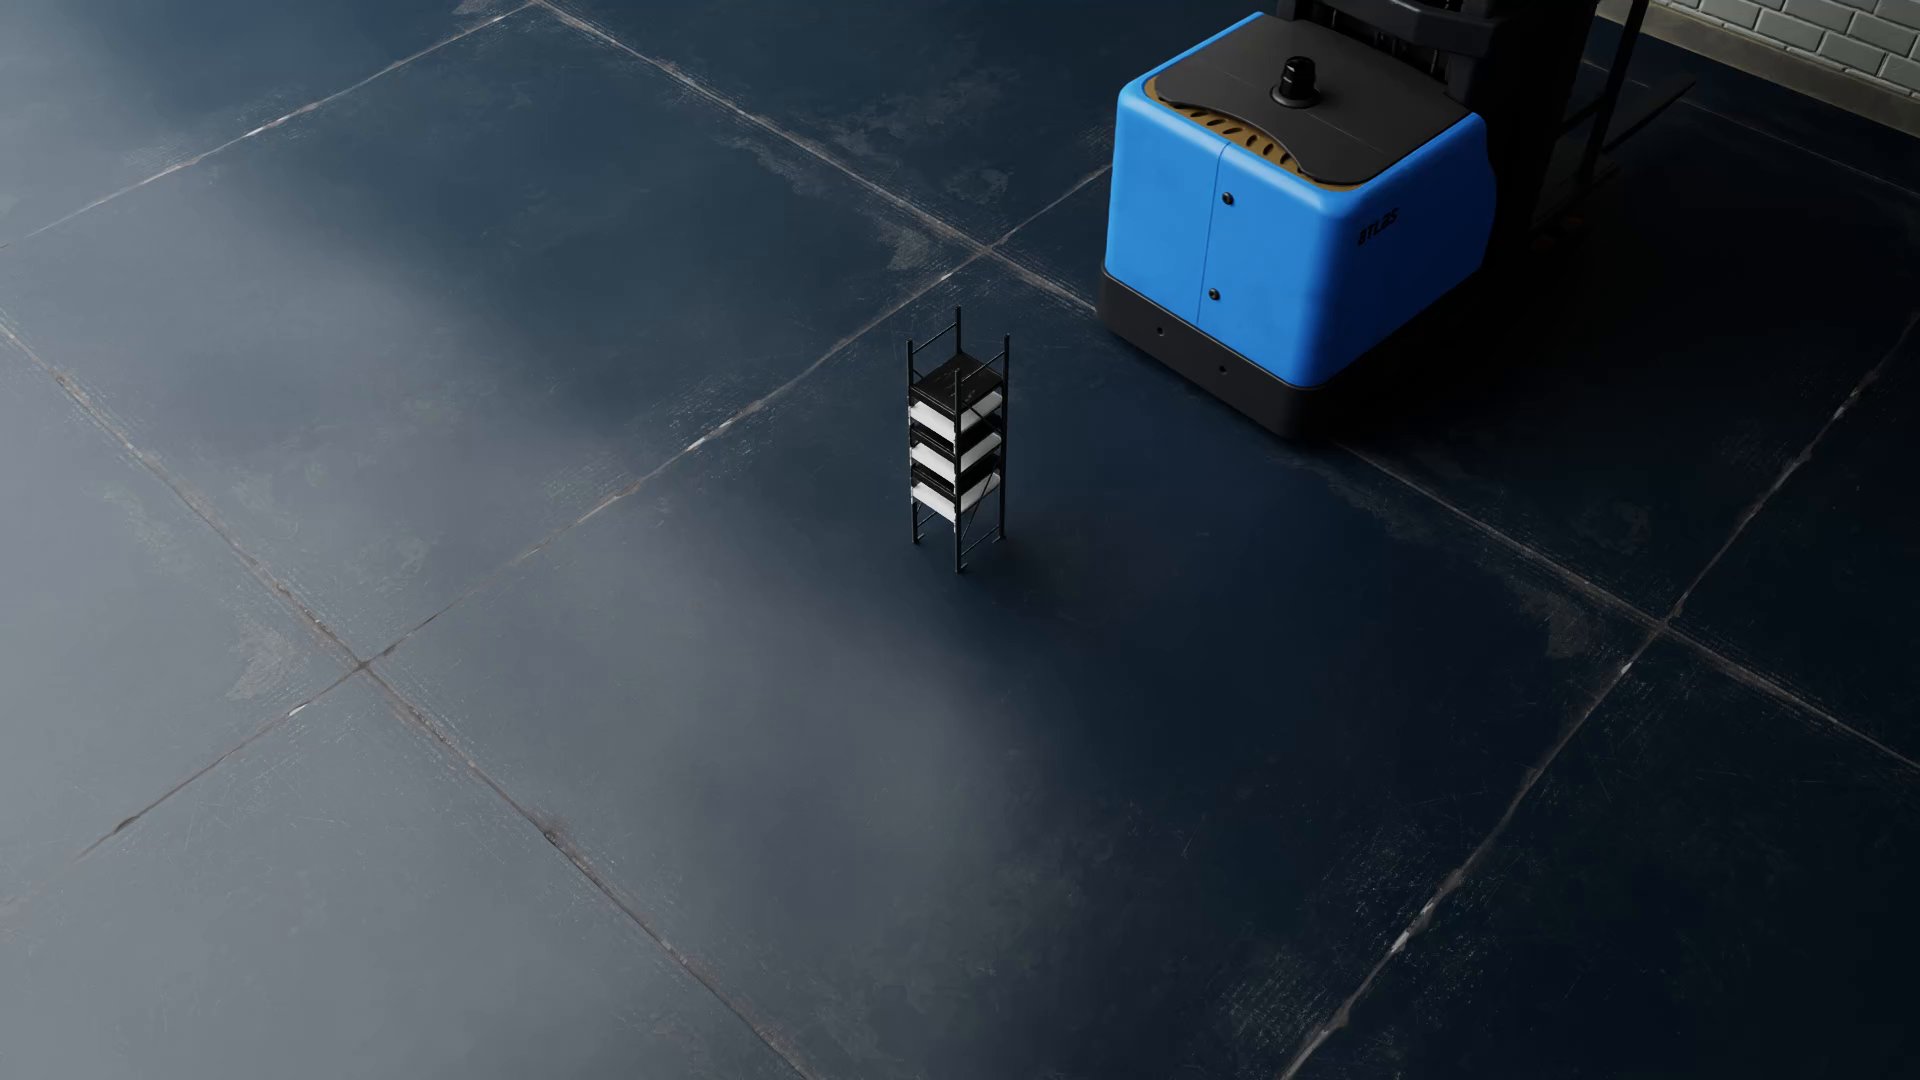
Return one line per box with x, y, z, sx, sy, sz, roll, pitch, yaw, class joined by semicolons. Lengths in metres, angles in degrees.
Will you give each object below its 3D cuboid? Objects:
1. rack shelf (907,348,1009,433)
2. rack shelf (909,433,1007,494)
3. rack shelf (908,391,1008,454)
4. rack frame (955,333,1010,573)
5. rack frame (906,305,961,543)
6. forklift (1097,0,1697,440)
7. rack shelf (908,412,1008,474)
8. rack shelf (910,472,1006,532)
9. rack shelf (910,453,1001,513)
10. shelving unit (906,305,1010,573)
-0.006;-0.474;5.253;0.200;0.077;0.258;34;55;28;rack shelf
-0.006;-0.289;5.450;0.200;0.077;0.258;34;55;28;rack shelf
-0.006;-0.412;5.319;0.200;0.077;0.258;34;55;28;rack shelf
0.069;-0.262;5.379;0.006;0.900;0.240;34;55;28;rack frame
-0.081;-0.362;5.473;0.006;0.900;0.240;34;55;28;rack frame
1.946;-2.320;5.918;3.031;2.935;1.130;-35;56;-28;forklift
-0.006;-0.351;5.384;0.200;0.077;0.258;34;55;28;rack shelf
-0.006;-0.166;5.581;0.200;0.077;0.258;34;55;28;rack shelf
-0.006;-0.228;5.516;0.200;0.077;0.258;34;55;28;rack shelf
-0.006;-0.312;5.426;0.210;0.900;0.258;34;55;28;shelving unit
